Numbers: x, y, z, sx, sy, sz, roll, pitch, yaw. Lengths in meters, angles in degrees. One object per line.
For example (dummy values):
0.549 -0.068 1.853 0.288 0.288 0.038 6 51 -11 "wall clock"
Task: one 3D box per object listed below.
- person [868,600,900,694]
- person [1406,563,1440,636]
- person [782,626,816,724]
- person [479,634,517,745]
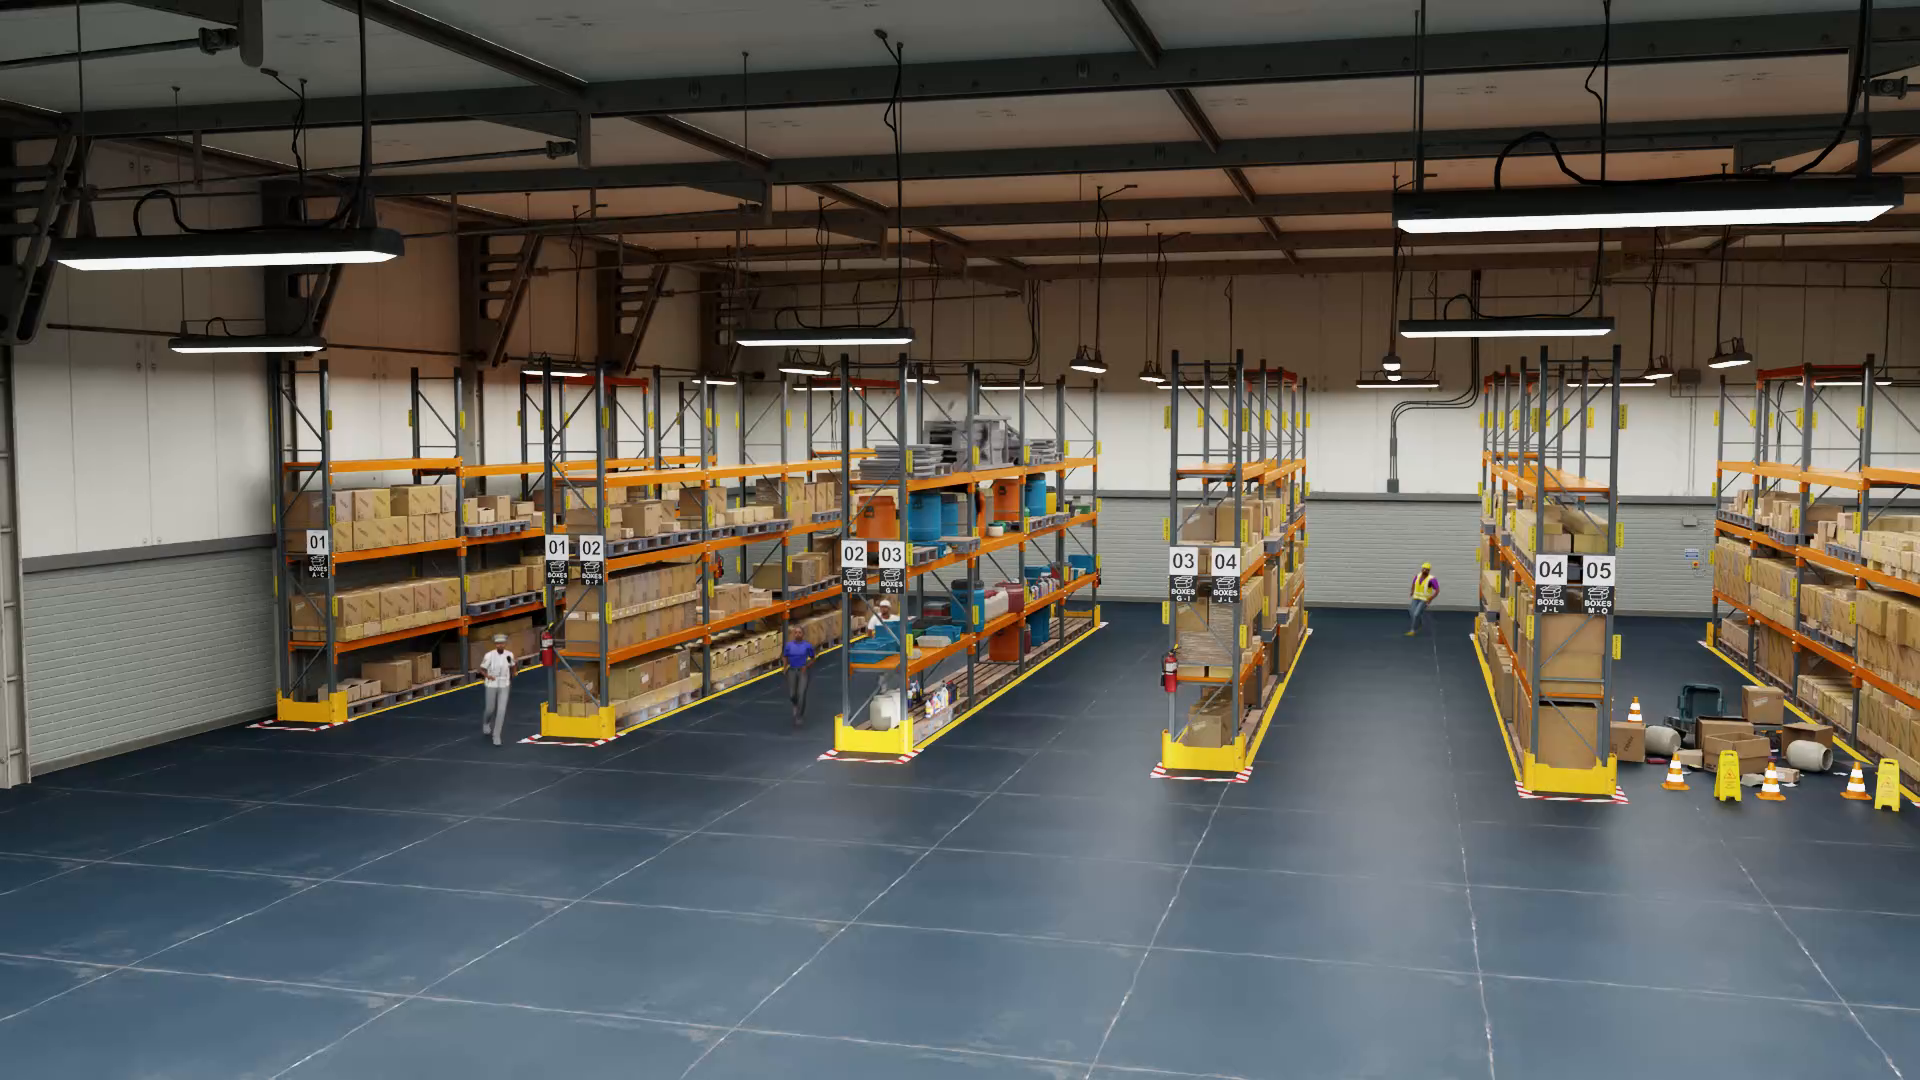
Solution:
-1.365 1.949 30.486 0.690 1.722 0.606 1 4 7 "person"
10.761 1.378 38.555 0.686 1.714 0.758 -4 6 -43 "person"
-2.670 2.230 27.477 0.575 1.611 0.559 0 4 2 "person"
-7.216 2.303 26.011 0.592 1.702 0.810 -2 4 -22 "person"
